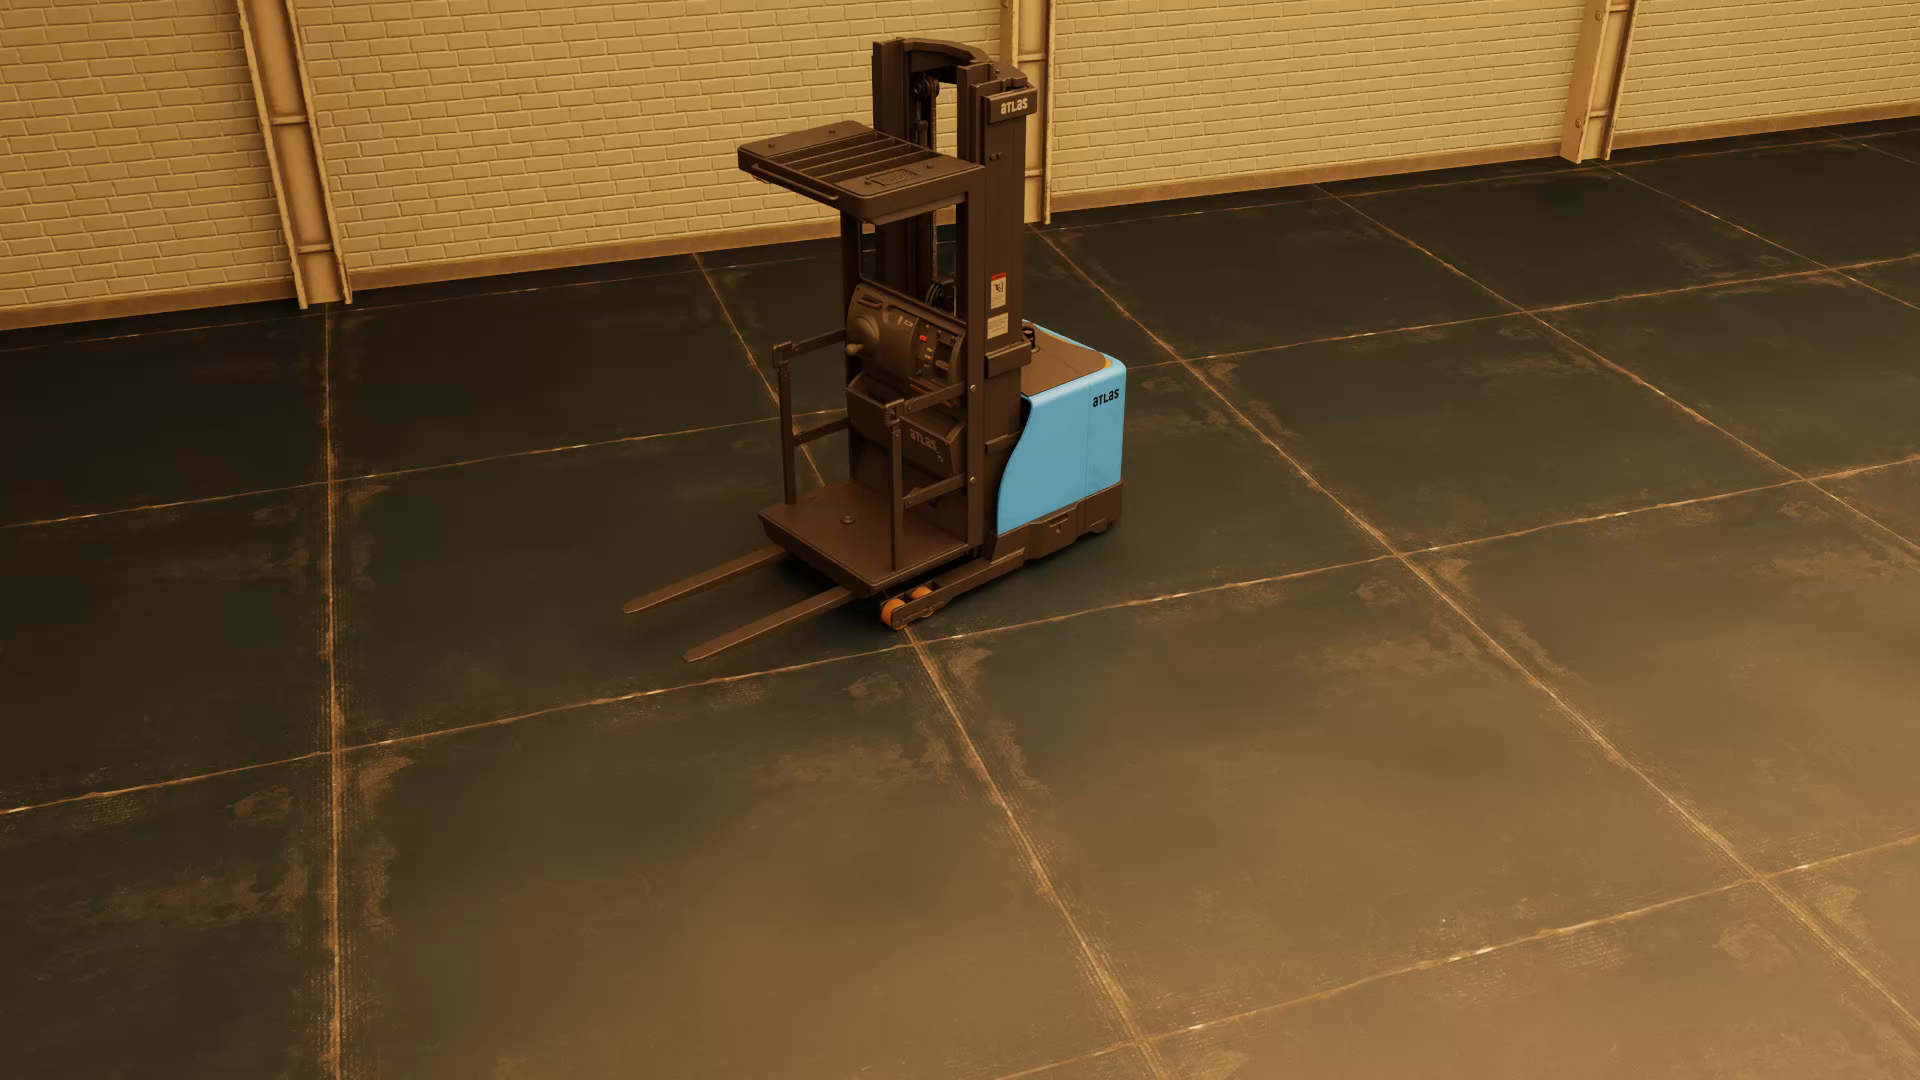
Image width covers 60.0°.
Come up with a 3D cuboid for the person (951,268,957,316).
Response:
[{"bbox_3d":[0.026,-0.852,9.546,0.370,1.635,0.549,-11,32,-18],"label":"person"}]

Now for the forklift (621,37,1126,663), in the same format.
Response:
[{"bbox_3d":[-0.461,-1.072,8.951,3.031,2.935,1.130,-23,37,-34],"label":"forklift"}]
